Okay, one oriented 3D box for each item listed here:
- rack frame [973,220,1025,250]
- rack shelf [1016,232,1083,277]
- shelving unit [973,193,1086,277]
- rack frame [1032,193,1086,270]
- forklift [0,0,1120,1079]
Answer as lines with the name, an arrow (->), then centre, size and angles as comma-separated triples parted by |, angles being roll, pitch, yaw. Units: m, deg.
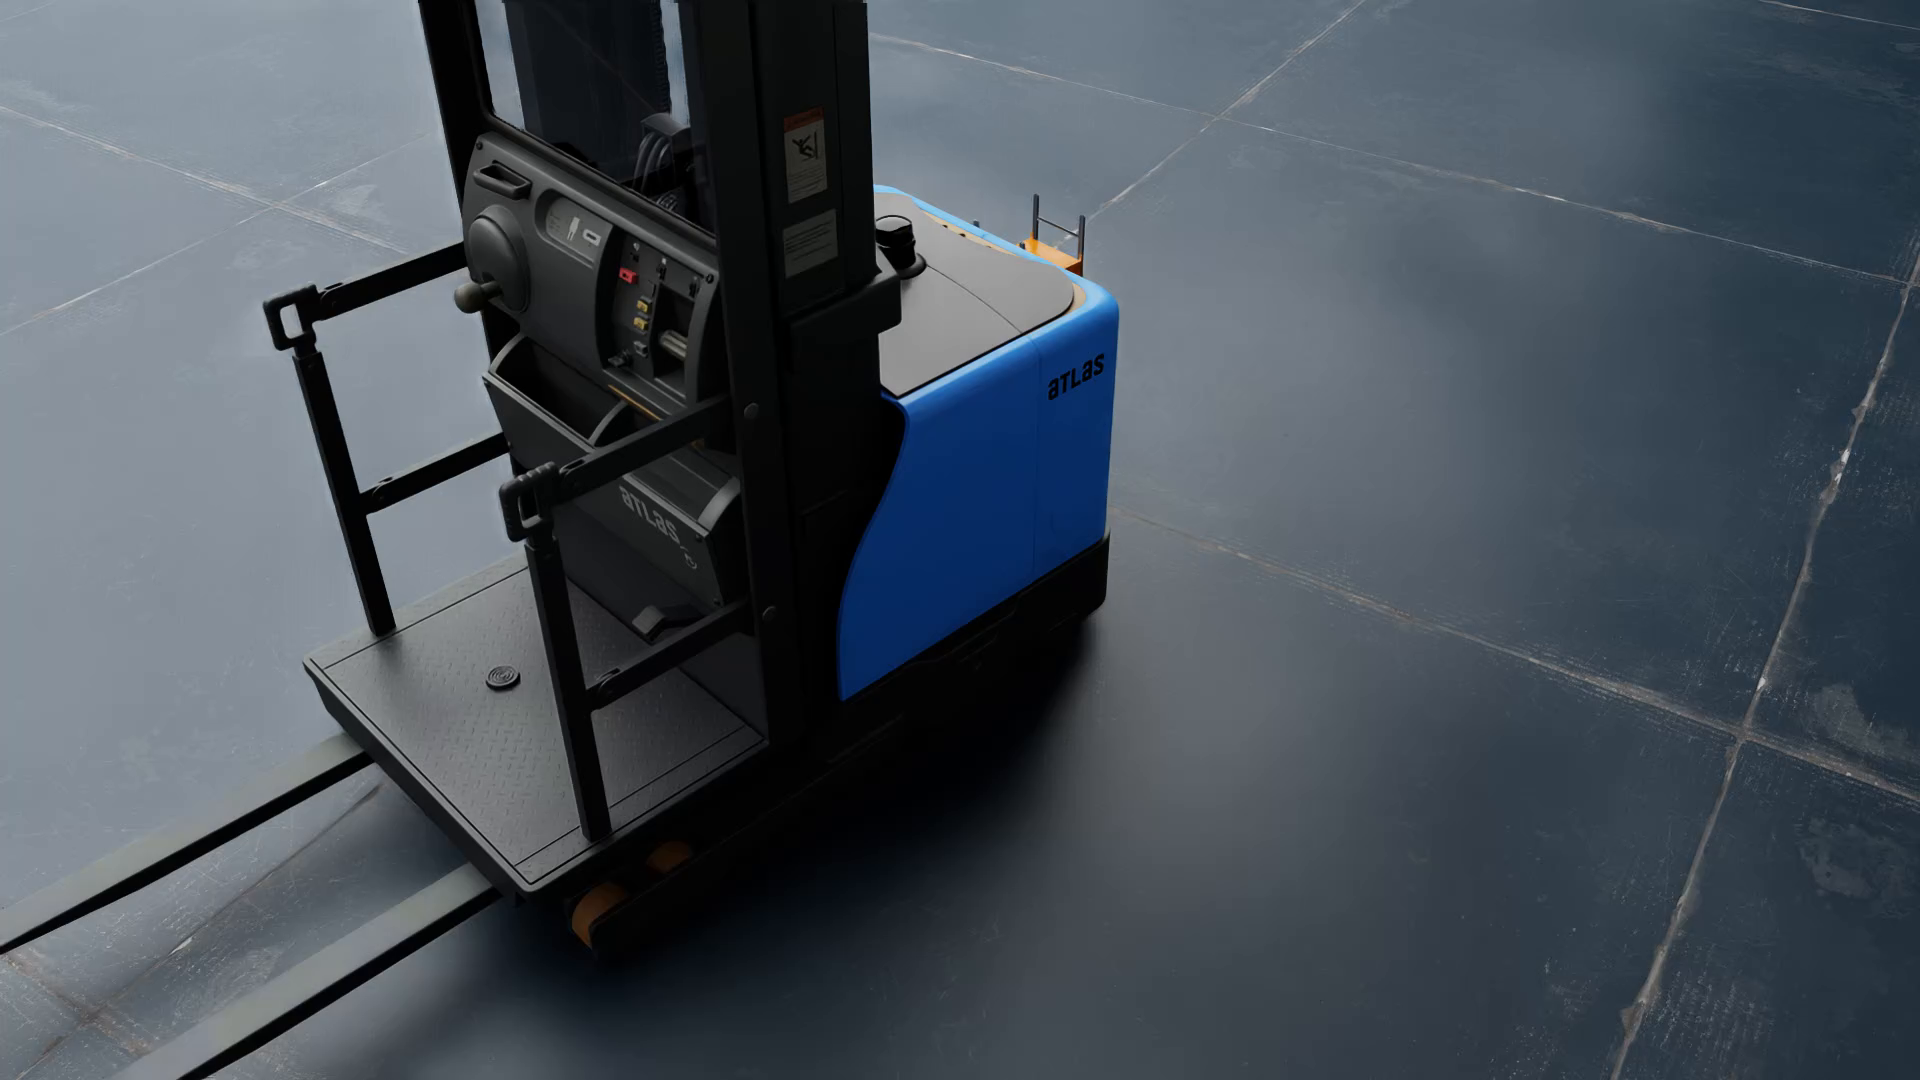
rack frame -> 0.109, -0.446, 4.968 | 0.008, 1.050, 0.200 | -30, 47, -33
rack shelf -> 0.197, -0.714, 4.868 | 0.240, 0.259, 0.215 | -30, 47, -33
shelving unit -> 0.197, -0.497, 5.035 | 0.252, 1.050, 0.215 | -30, 47, -33
rack frame -> 0.285, -0.549, 5.102 | 0.008, 1.050, 0.200 | -30, 47, -33
forklift -> -0.979, -0.537, 3.546 | 3.031, 2.935, 1.130 | -30, 47, -33
